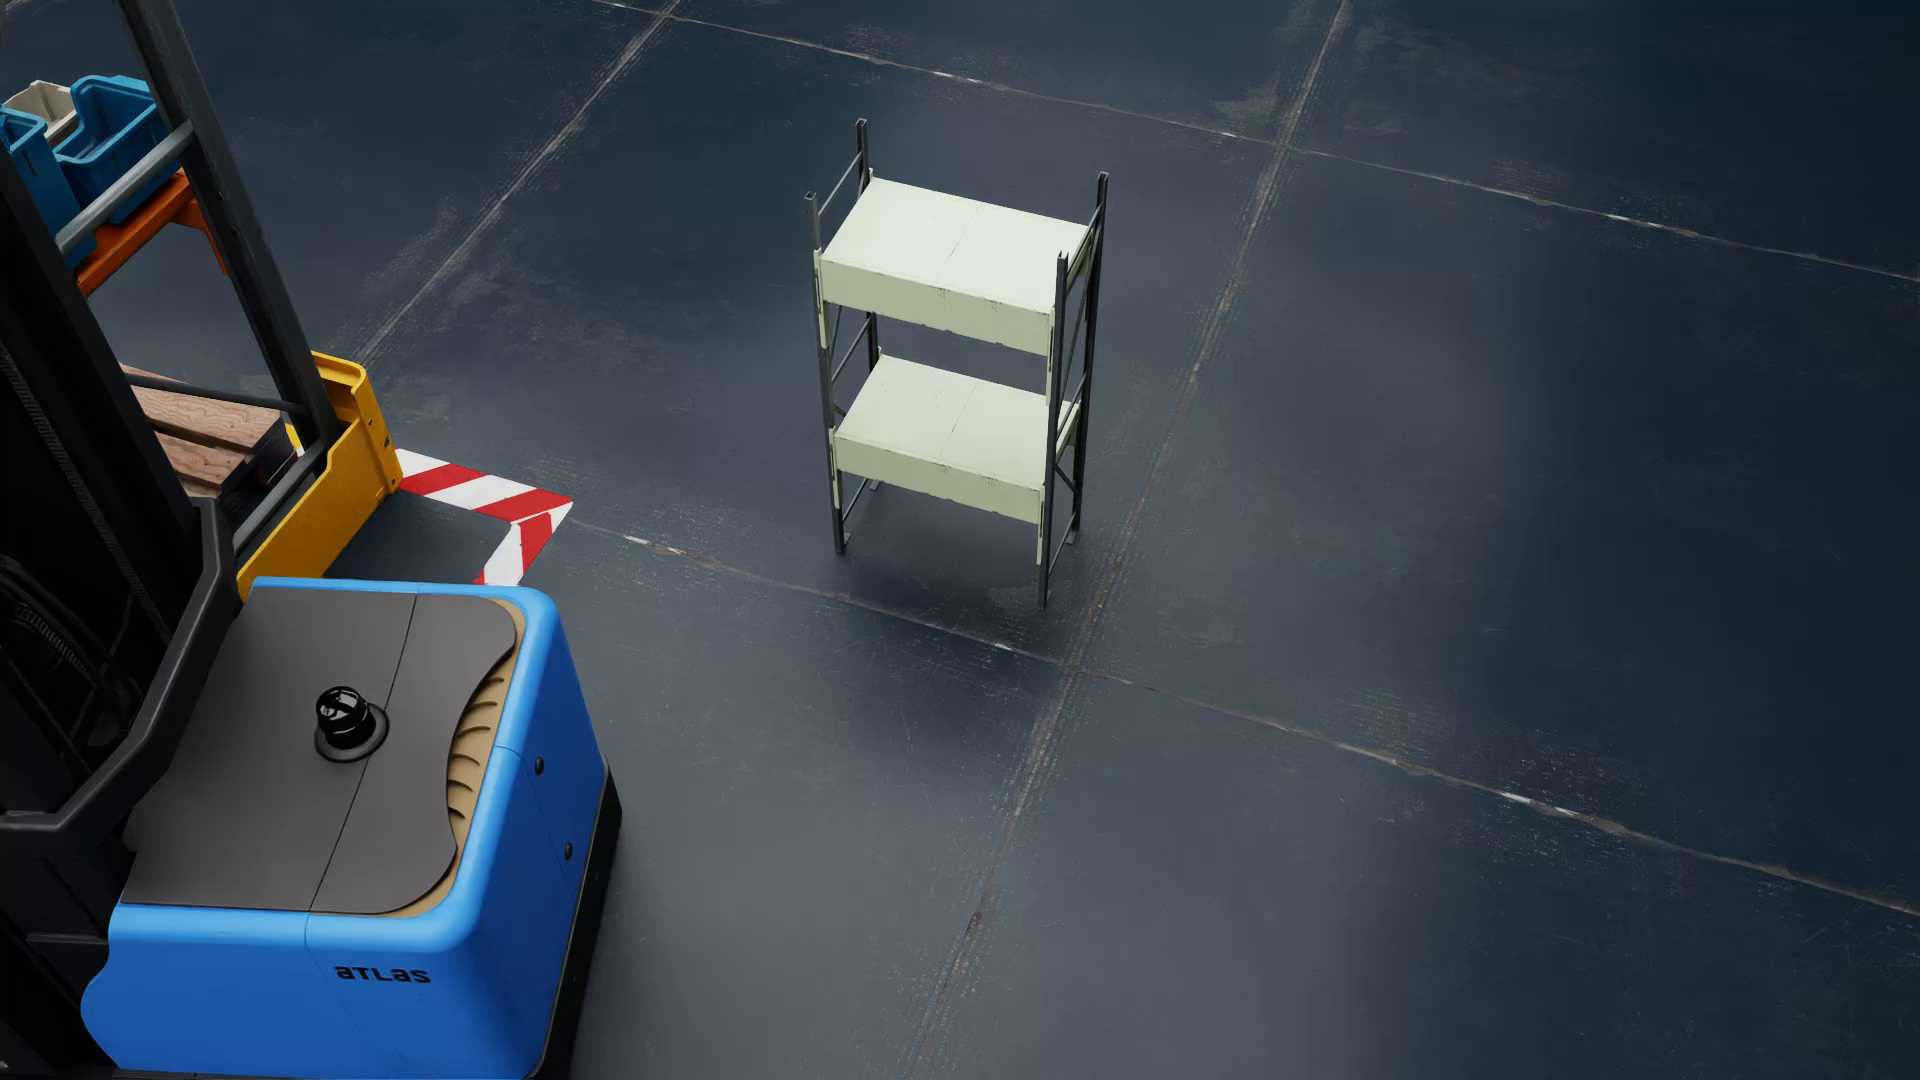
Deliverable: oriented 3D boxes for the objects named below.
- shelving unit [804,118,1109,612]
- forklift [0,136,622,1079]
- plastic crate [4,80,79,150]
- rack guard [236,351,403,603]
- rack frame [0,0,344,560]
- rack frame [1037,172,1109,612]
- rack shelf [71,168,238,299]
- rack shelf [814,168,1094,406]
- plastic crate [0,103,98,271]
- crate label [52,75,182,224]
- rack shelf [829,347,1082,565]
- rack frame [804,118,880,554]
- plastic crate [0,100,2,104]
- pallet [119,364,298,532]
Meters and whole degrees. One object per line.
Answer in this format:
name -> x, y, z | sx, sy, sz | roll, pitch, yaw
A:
shelving unit -> -0.006, -0.493, 5.185 | 0.755, 1.500, 0.431 | 16, 51, 13
forklift -> -2.539, 0.173, 3.661 | 3.031, 2.935, 1.130 | 2, 49, 2
plastic crate -> -2.751, -1.233, 4.968 | 0.298, 0.136, 0.250 | 16, 51, 13
rack guard -> -2.334, -0.043, 5.457 | 0.348, 0.500, 1.175 | 16, 51, 13
rack frame -> -2.361, -0.859, 4.509 | 0.127, 3.000, 1.000 | 16, 51, 13
rack frame -> 0.337, -0.397, 5.102 | 0.023, 1.500, 0.400 | 16, 51, 13
rack shelf -> -4.238, -1.147, 5.235 | 4.000, 0.370, 1.077 | 16, 51, 13
rack shelf -> -0.006, -0.749, 4.890 | 0.720, 0.370, 0.431 | 16, 51, 13
plastic crate -> -2.740, -0.845, 4.435 | 0.499, 0.435, 0.616 | 16, 51, 13
crate label -> -2.479, -1.122, 4.808 | 0.303, 0.233, 0.416 | 16, 51, 13
rack shelf -> -0.006, -0.279, 5.431 | 0.720, 0.370, 0.431 | 16, 51, 13
rack frame -> -0.350, -0.589, 5.268 | 0.023, 1.500, 0.400 | 16, 51, 13
plastic crate -> -3.096, -1.294, 4.958 | 0.300, 0.233, 0.416 | 16, 51, 13
pallet -> -3.122, -0.189, 5.774 | 1.213, 0.211, 1.003 | 16, 51, 13
